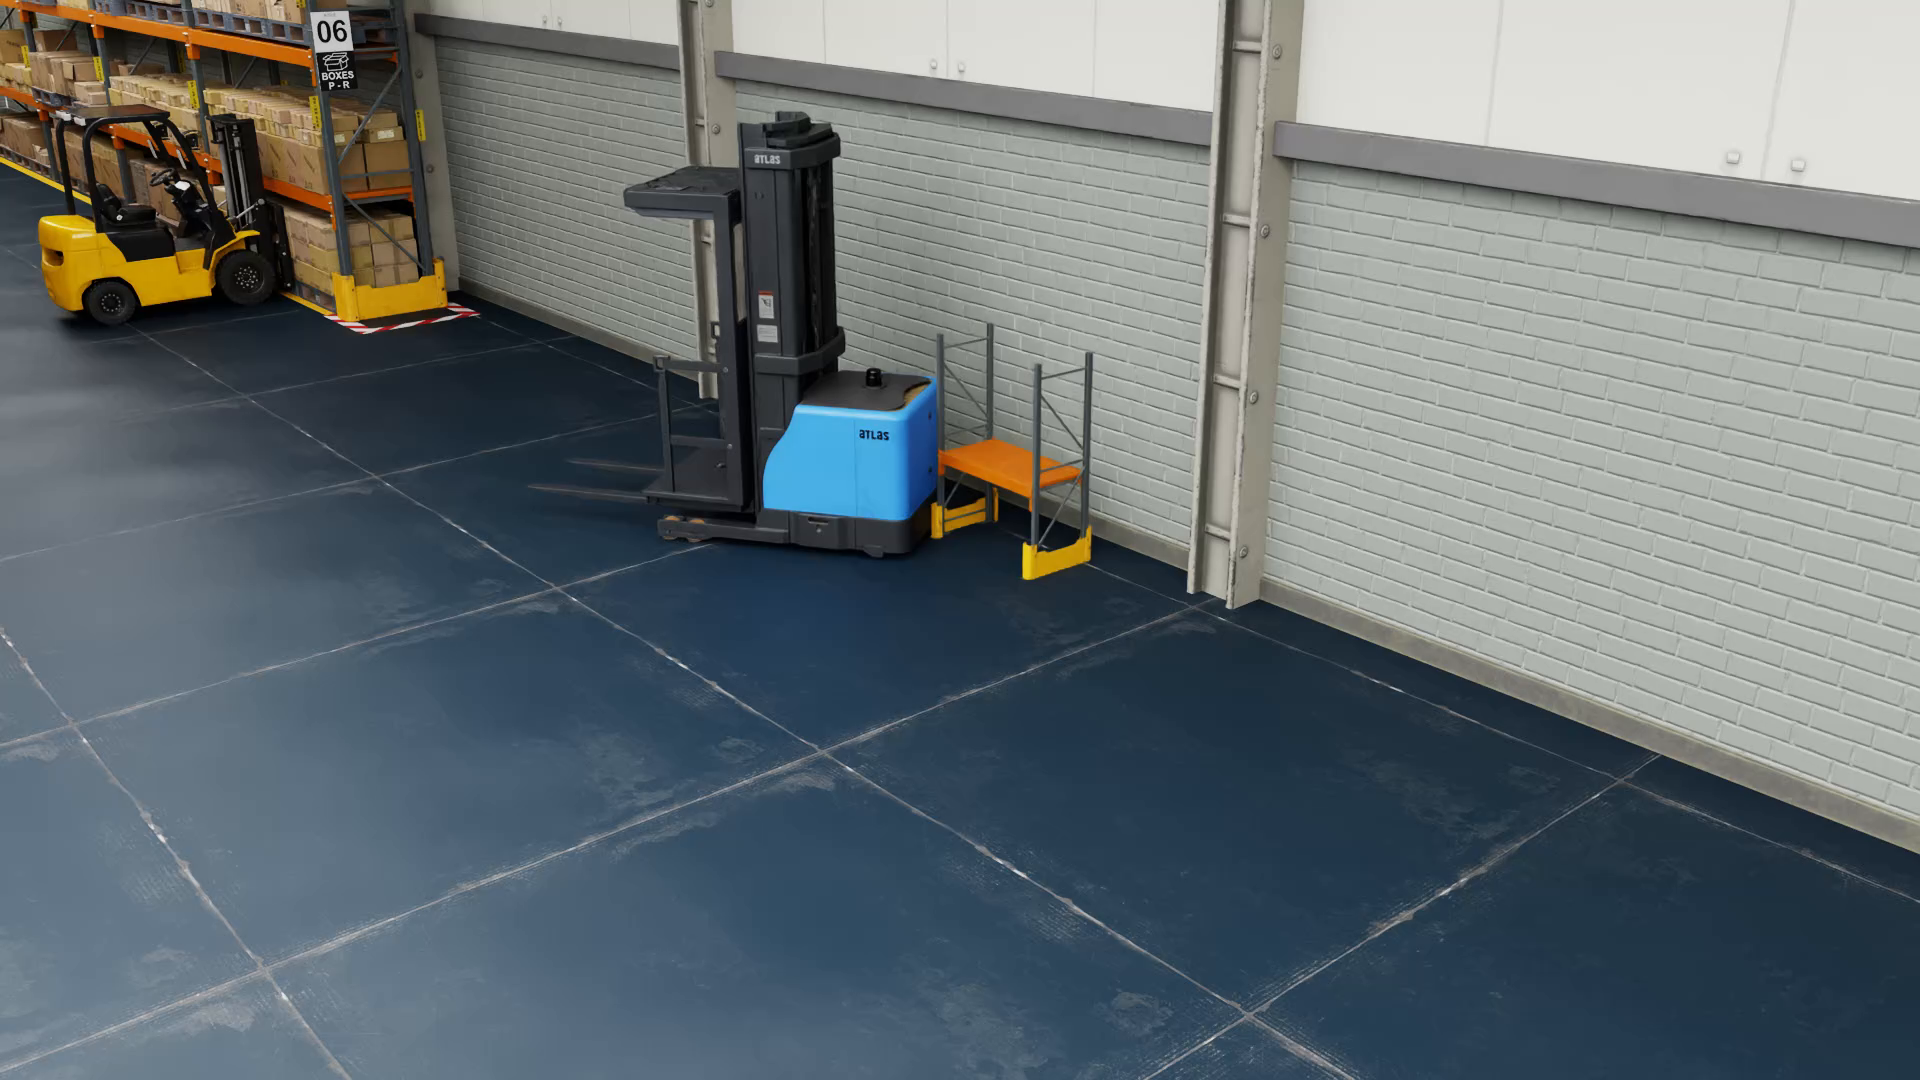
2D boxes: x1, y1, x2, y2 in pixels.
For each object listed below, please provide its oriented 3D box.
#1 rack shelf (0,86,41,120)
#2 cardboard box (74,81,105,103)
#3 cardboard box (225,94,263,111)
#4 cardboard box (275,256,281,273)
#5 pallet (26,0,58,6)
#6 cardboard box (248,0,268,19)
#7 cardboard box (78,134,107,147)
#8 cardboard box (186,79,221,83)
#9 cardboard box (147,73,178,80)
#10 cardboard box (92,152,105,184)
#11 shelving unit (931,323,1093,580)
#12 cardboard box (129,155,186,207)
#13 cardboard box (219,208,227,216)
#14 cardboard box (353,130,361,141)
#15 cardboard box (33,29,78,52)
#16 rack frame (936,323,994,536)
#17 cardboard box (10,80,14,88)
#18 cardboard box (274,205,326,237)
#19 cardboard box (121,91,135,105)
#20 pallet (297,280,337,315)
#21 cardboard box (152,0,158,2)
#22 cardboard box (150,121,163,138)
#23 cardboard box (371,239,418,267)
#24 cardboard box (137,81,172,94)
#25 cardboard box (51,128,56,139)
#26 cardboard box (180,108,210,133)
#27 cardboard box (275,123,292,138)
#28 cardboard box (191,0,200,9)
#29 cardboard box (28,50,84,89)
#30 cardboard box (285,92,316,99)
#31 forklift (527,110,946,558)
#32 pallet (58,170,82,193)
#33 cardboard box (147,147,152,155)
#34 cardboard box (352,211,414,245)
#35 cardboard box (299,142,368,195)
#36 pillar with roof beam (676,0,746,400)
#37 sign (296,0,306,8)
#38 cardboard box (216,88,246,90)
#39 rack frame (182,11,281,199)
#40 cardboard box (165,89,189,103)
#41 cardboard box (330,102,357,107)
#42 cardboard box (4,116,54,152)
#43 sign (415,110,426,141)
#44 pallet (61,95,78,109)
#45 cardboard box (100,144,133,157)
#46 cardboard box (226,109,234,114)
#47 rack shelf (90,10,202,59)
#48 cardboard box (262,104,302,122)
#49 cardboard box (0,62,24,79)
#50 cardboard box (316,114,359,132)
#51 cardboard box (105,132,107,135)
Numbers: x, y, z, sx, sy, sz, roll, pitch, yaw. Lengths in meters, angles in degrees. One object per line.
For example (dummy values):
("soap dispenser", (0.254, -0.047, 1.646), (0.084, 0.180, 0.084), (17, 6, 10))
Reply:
("rack shelf", (-15.443, -7.476, 27.946), (1.077, 0.370, 4.000), (-17, 27, -37))
("cardboard box", (-12.461, -6.494, 24.080), (0.500, 0.250, 0.500), (-19, 28, -40))
("cardboard box", (-8.430, -5.162, 19.617), (0.380, 0.149, 0.250), (-17, 27, -36))
("cardboard box", (-7.844, -3.331, 19.571), (0.500, 0.250, 0.500), (-16, 27, -36))
("pallet", (-13.086, -8.085, 24.659), (1.213, 0.211, 1.003), (-17, 27, -37))
("cardboard box", (-7.371, -6.000, 18.226), (0.700, 0.500, 0.500), (-17, 27, -37))
("cardboard box", (-13.206, -6.084, 25.367), (0.380, 0.149, 0.250), (-16, 27, -36))
("cardboard box", (-10.232, -6.138, 22.515), (0.380, 0.149, 0.250), (-18, 28, -38))
("cardboard box", (-11.161, -6.461, 23.339), (0.380, 0.149, 0.250), (-16, 27, -36))
("cardboard box", (-12.628, -5.536, 24.856), (0.500, 0.500, 0.500), (-16, 27, -35))
("shelving unit", (0.355, -0.642, 11.565), (0.587, 1.500, 1.083), (-17, 27, -36))
("cardboard box", (-11.130, -5.068, 23.490), (0.875, 0.625, 0.625), (-16, 27, -36))
("cardboard box", (-8.834, -3.989, 20.565), (0.500, 0.250, 0.500), (-18, 27, -38))
("cardboard box", (-6.539, -4.500, 18.335), (0.380, 0.149, 0.250), (-17, 27, -37))
("cardboard box", (-14.908, -8.151, 27.452), (0.500, 0.500, 0.500), (-18, 28, -39))
("rack frame", (0.038, -0.782, 11.925), (0.500, 1.500, 0.032), (-17, 27, -36))
("cardboard box", (-15.531, -7.600, 27.620), (0.380, 0.149, 0.250), (-18, 27, -38))
("cardboard box", (-7.516, -3.654, 19.023), (0.500, 0.250, 0.500), (-17, 27, -37))
("cardboard box", (-11.096, -5.997, 22.703), (0.500, 0.250, 0.500), (-16, 27, -36))
("pallet", (-6.836, -2.846, 18.962), (1.003, 0.211, 1.213), (-17, 27, -37))
("cardboard box", (-9.864, -6.802, 20.756), (0.380, 0.149, 0.250), (-18, 27, -38))
("cardboard box", (-10.419, -5.479, 22.064), (0.500, 0.250, 0.500), (-16, 27, -36))
("cardboard box", (-6.454, -3.271, 18.731), (0.500, 0.250, 0.500), (-17, 27, -36))
("cardboard box", (-10.813, -6.074, 22.353), (0.380, 0.149, 0.250), (-17, 27, -37))
("cardboard box", (-14.105, -6.430, 26.250), (0.380, 0.149, 0.250), (-16, 26, -35))
("cardboard box", (-9.430, -5.286, 20.888), (0.500, 0.250, 0.500), (-18, 28, -39))
("cardboard box", (-7.419, -4.605, 18.601), (0.380, 0.149, 0.250), (-19, 28, -39))
("cardboard box", (-8.853, -6.374, 19.663), (0.380, 0.149, 0.250), (-17, 27, -36))
("cardboard box", (-13.992, -7.314, 25.832), (0.700, 0.500, 0.500), (-17, 27, -36))
("cardboard box", (-7.798, -5.240, 19.814), (0.380, 0.149, 0.250), (-18, 28, -38))
("forklift", (-1.680, -1.525, 11.859), (3.031, 2.935, 1.130), (6, 22, 14))
("pallet", (-13.578, -5.745, 26.362), (1.003, 0.211, 1.213), (-17, 27, -37))
("cardboard box", (-11.784, -5.785, 24.604), (0.380, 0.149, 0.250), (-16, 27, -36))
("cardboard box", (-6.475, -3.502, 18.636), (0.500, 0.250, 0.500), (-18, 28, -38))
("cardboard box", (-6.825, -4.063, 18.108), (0.500, 0.500, 0.500), (-18, 28, -39))
("pillar with roof beam", (-5.421, -4.461, 11.035), (9.100, 9.000, 0.400), (-17, 27, -37))
("sign", (-6.725, -5.590, 16.925), (0.100, 0.325, 0.005), (-17, 27, -37))
("cardboard box", (-9.463, -5.767, 21.568), (0.380, 0.149, 0.250), (-18, 28, -38))
("rack frame", (-8.916, -5.049, 20.761), (1.000, 3.000, 0.127), (-17, 27, -37))
("cardboard box", (-10.005, -5.714, 21.434), (0.380, 0.149, 0.250), (-18, 28, -39))
("cardboard box", (-7.032, -4.863, 18.852), (0.380, 0.149, 0.250), (-16, 27, -36))
("cardboard box", (-15.893, -6.959, 28.489), (0.700, 0.500, 0.500), (-16, 27, -35))
("sign", (-5.881, -4.514, 18.100), (0.100, 0.325, 0.005), (-17, 27, -37))
("pallet", (-12.800, -6.600, 24.986), (1.003, 0.211, 1.213), (-17, 27, -37))
("cardboard box", (-12.381, -5.715, 24.424), (0.380, 0.149, 0.250), (-19, 28, -39))
("cardboard box", (-8.441, -5.024, 19.672), (0.380, 0.149, 0.250), (-17, 27, -36))
("rack shelf", (-10.221, -6.663, 21.756), (1.077, 0.370, 4.000), (-17, 27, -37))
("cardboard box", (-7.607, -4.808, 18.712), (0.380, 0.149, 0.250), (-17, 27, -36))
("cardboard box", (-15.644, -7.828, 27.656), (0.500, 0.250, 0.500), (-18, 28, -39))
("cardboard box", (-6.698, -4.479, 17.873), (0.380, 0.149, 0.250), (-17, 27, -37))
("cardboard box", (-13.151, -6.358, 26.067), (0.380, 0.149, 0.250), (-19, 28, -40))
